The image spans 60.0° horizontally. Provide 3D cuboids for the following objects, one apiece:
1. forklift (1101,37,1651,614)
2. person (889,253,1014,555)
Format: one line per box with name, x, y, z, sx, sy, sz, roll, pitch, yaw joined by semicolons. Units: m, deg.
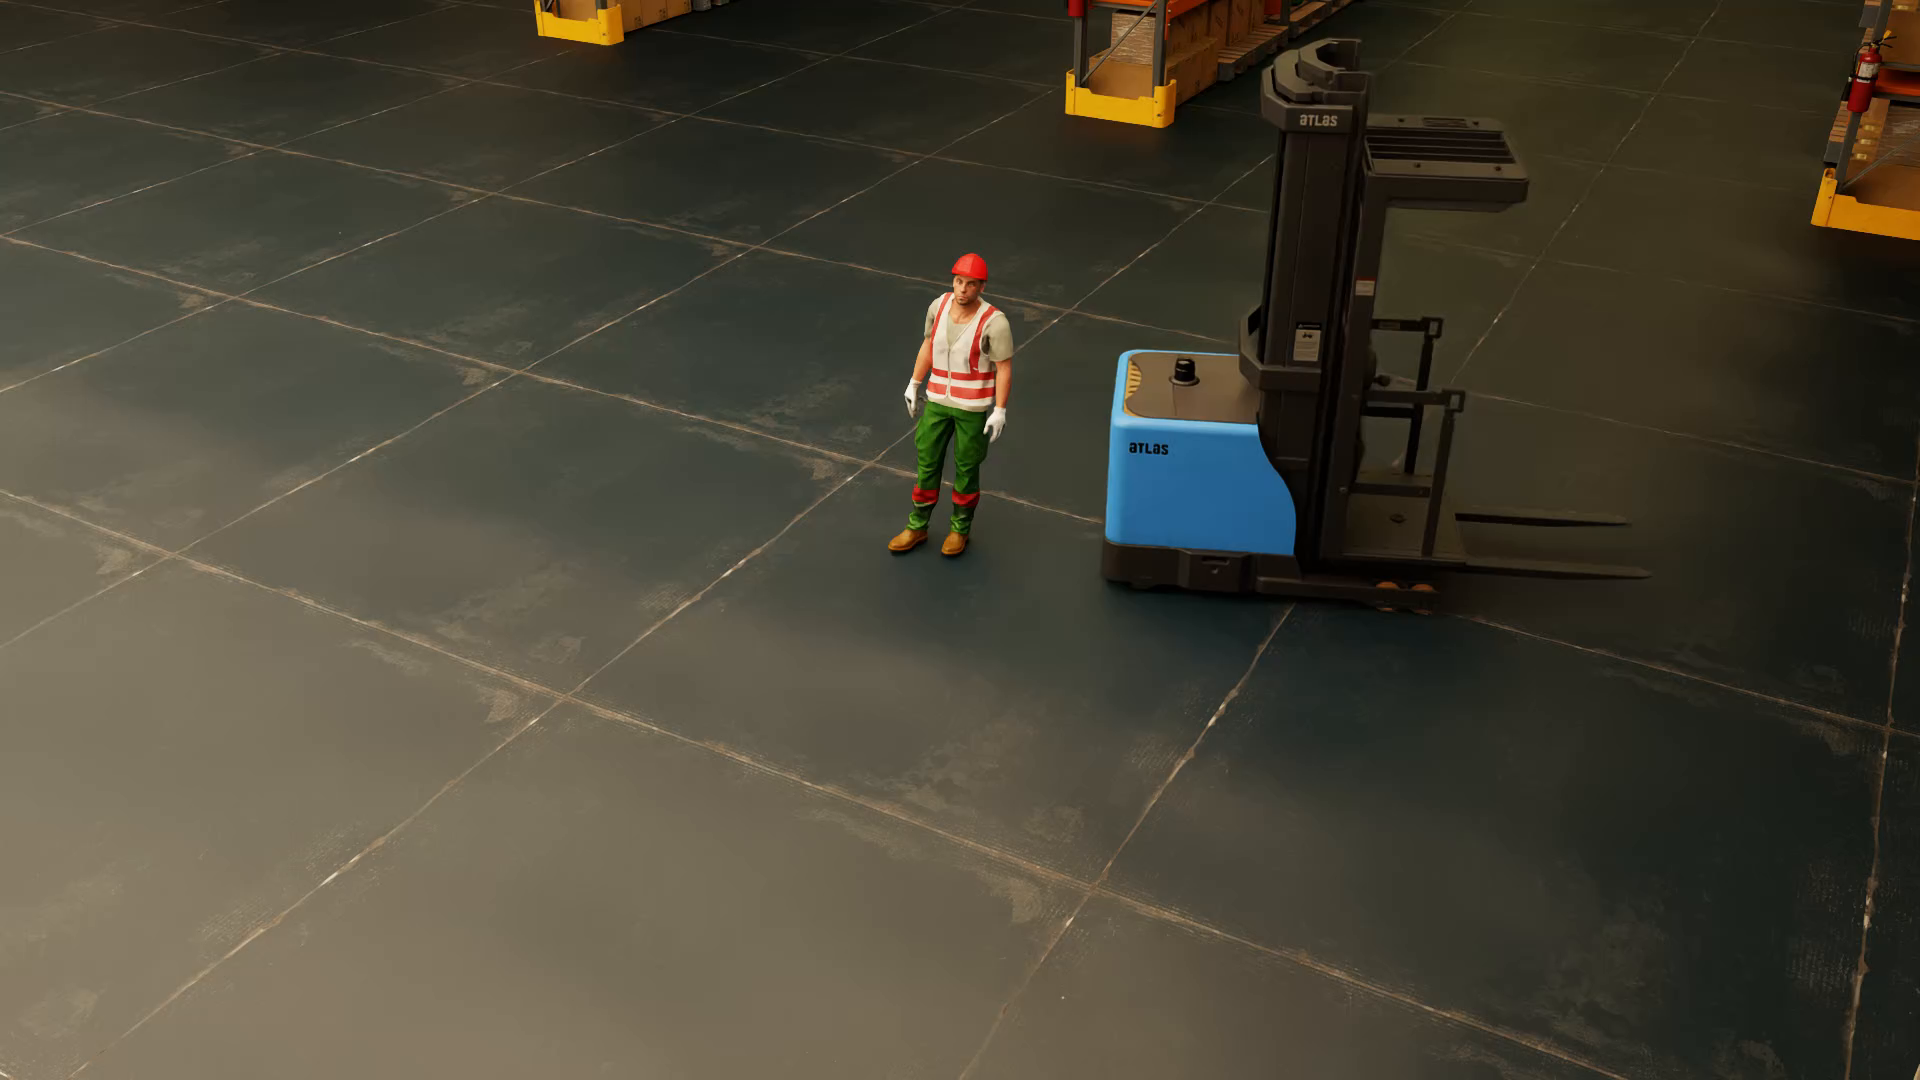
forklift;2.368;-1.138;9.043;3.031;2.935;1.130;4;30;7
person;-0.049;-0.748;9.495;0.638;1.790;0.561;15;33;25
